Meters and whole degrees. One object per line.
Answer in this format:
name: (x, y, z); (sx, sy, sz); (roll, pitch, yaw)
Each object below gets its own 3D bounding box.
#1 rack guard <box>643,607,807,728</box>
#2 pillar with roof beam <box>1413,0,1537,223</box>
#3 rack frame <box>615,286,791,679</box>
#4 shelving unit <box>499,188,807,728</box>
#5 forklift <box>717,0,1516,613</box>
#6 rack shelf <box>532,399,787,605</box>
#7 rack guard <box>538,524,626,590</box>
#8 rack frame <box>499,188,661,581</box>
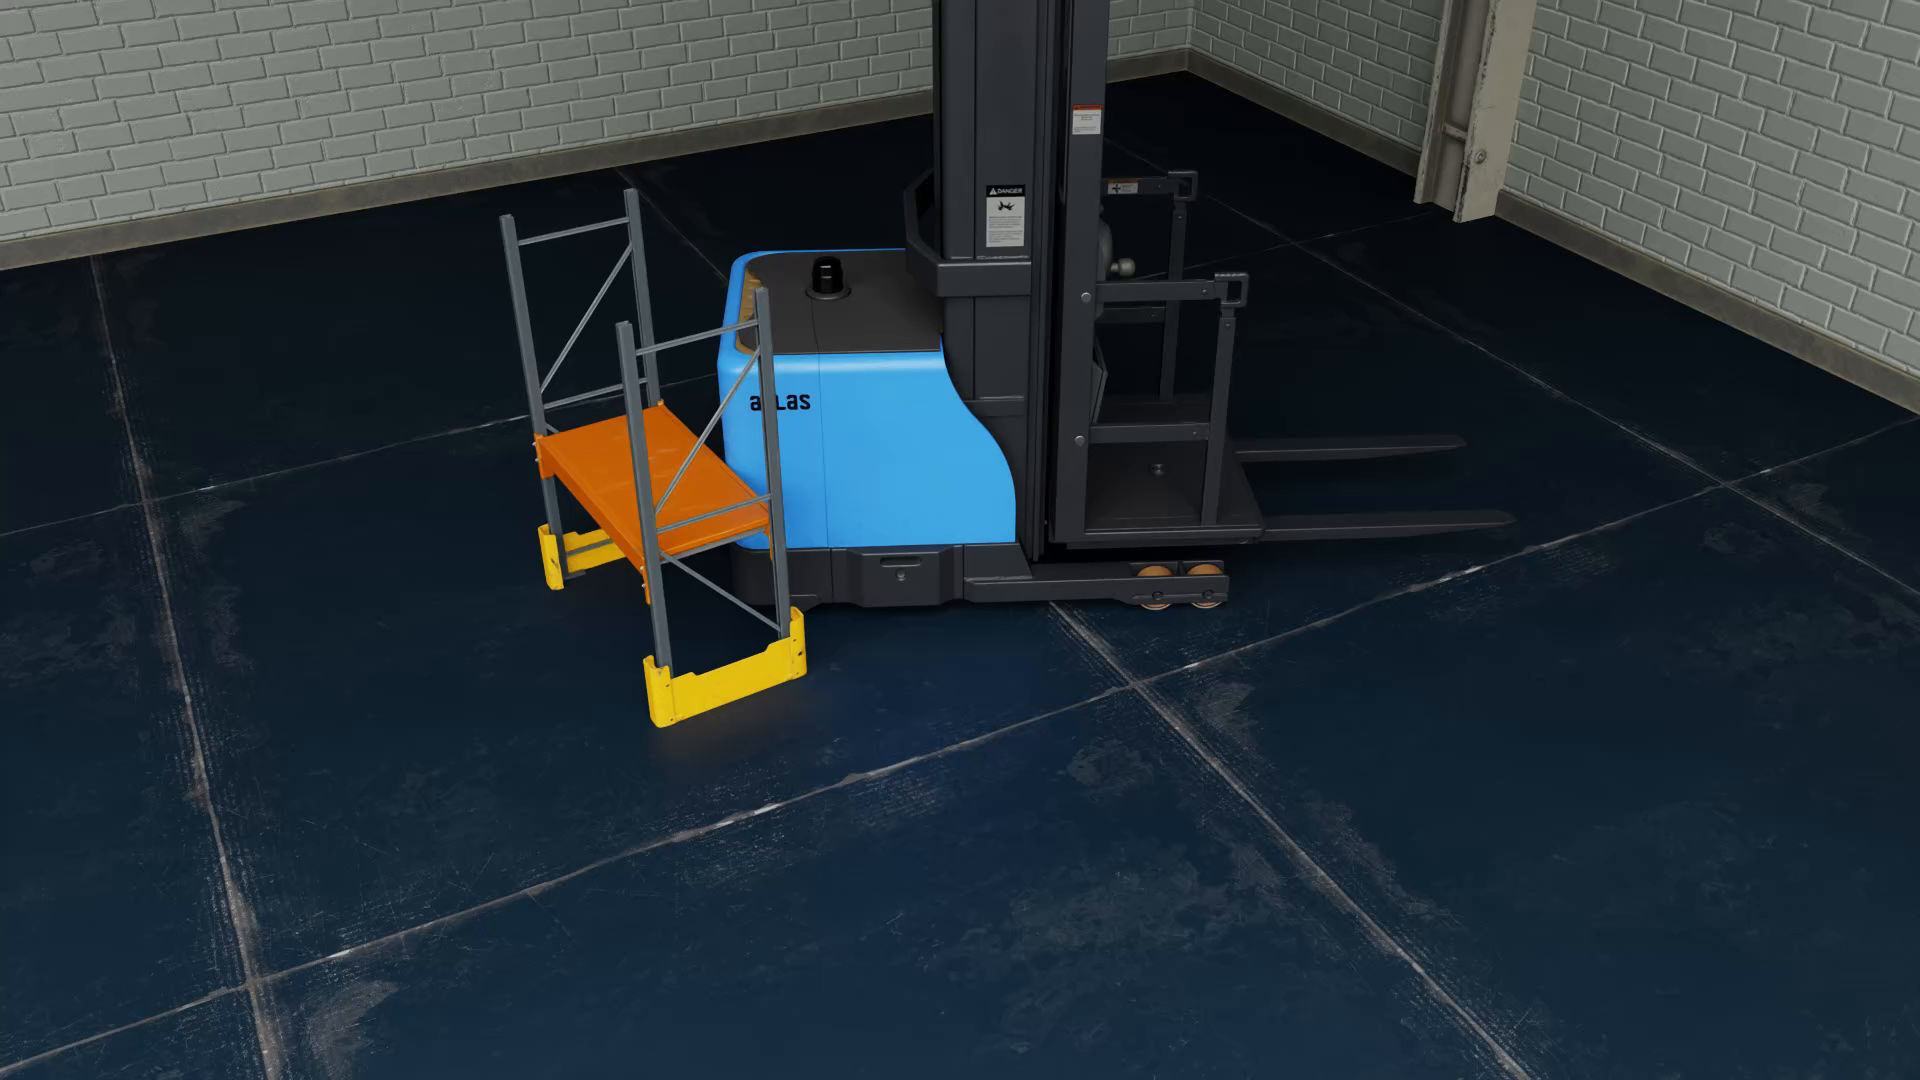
rack guard: (-0.814, 0.442, 5.827); (0.587, 0.250, 0.087); (-19, 37, -27)
pillar with roof beam: (-0.884, -4.672, 5.700); (9.100, 9.000, 0.400); (-16, 36, -23)
rack frame: (-0.814, -0.083, 5.489); (0.500, 1.500, 0.032); (-19, 37, -27)
shelving unit: (-1.083, -0.310, 5.843); (0.587, 1.500, 1.083); (-19, 37, -27)
forklift: (0.629, -1.253, 5.989); (3.031, 2.935, 1.130); (-2, 33, -3)
rack shelf: (-1.088, -0.163, 5.947); (0.538, 0.185, 1.000); (-19, 37, -27)
rack guard: (-1.351, -0.010, 6.534); (0.587, 0.250, 0.087); (-19, 37, -27)
rack frame: (-1.362, -0.545, 6.210); (0.500, 1.500, 0.032); (-19, 37, -27)
